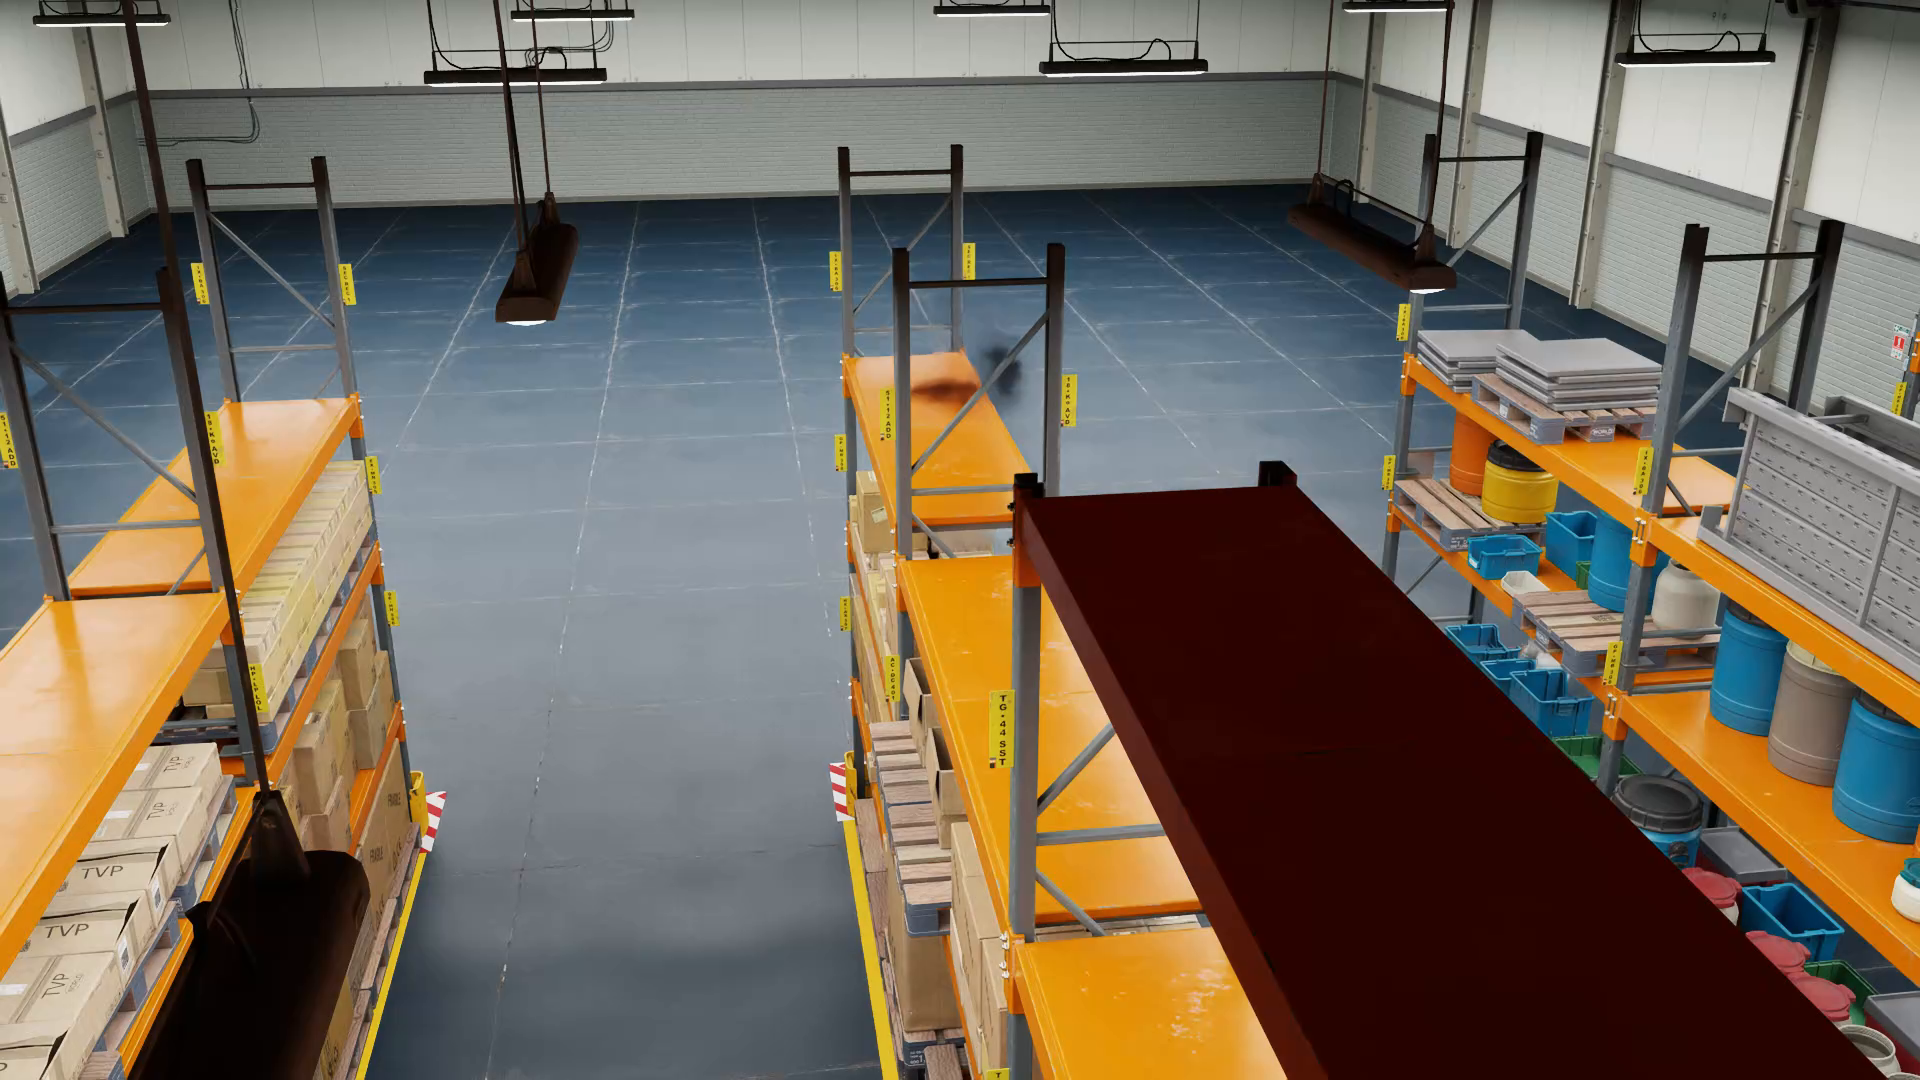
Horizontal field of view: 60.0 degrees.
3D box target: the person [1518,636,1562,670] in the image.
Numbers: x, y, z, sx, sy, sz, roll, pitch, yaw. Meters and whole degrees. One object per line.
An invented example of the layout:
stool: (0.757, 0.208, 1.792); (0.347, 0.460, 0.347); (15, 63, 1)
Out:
person: (5.683, 1.243, 16.169); (0.657, 1.728, 0.574); (-12, 24, -27)
